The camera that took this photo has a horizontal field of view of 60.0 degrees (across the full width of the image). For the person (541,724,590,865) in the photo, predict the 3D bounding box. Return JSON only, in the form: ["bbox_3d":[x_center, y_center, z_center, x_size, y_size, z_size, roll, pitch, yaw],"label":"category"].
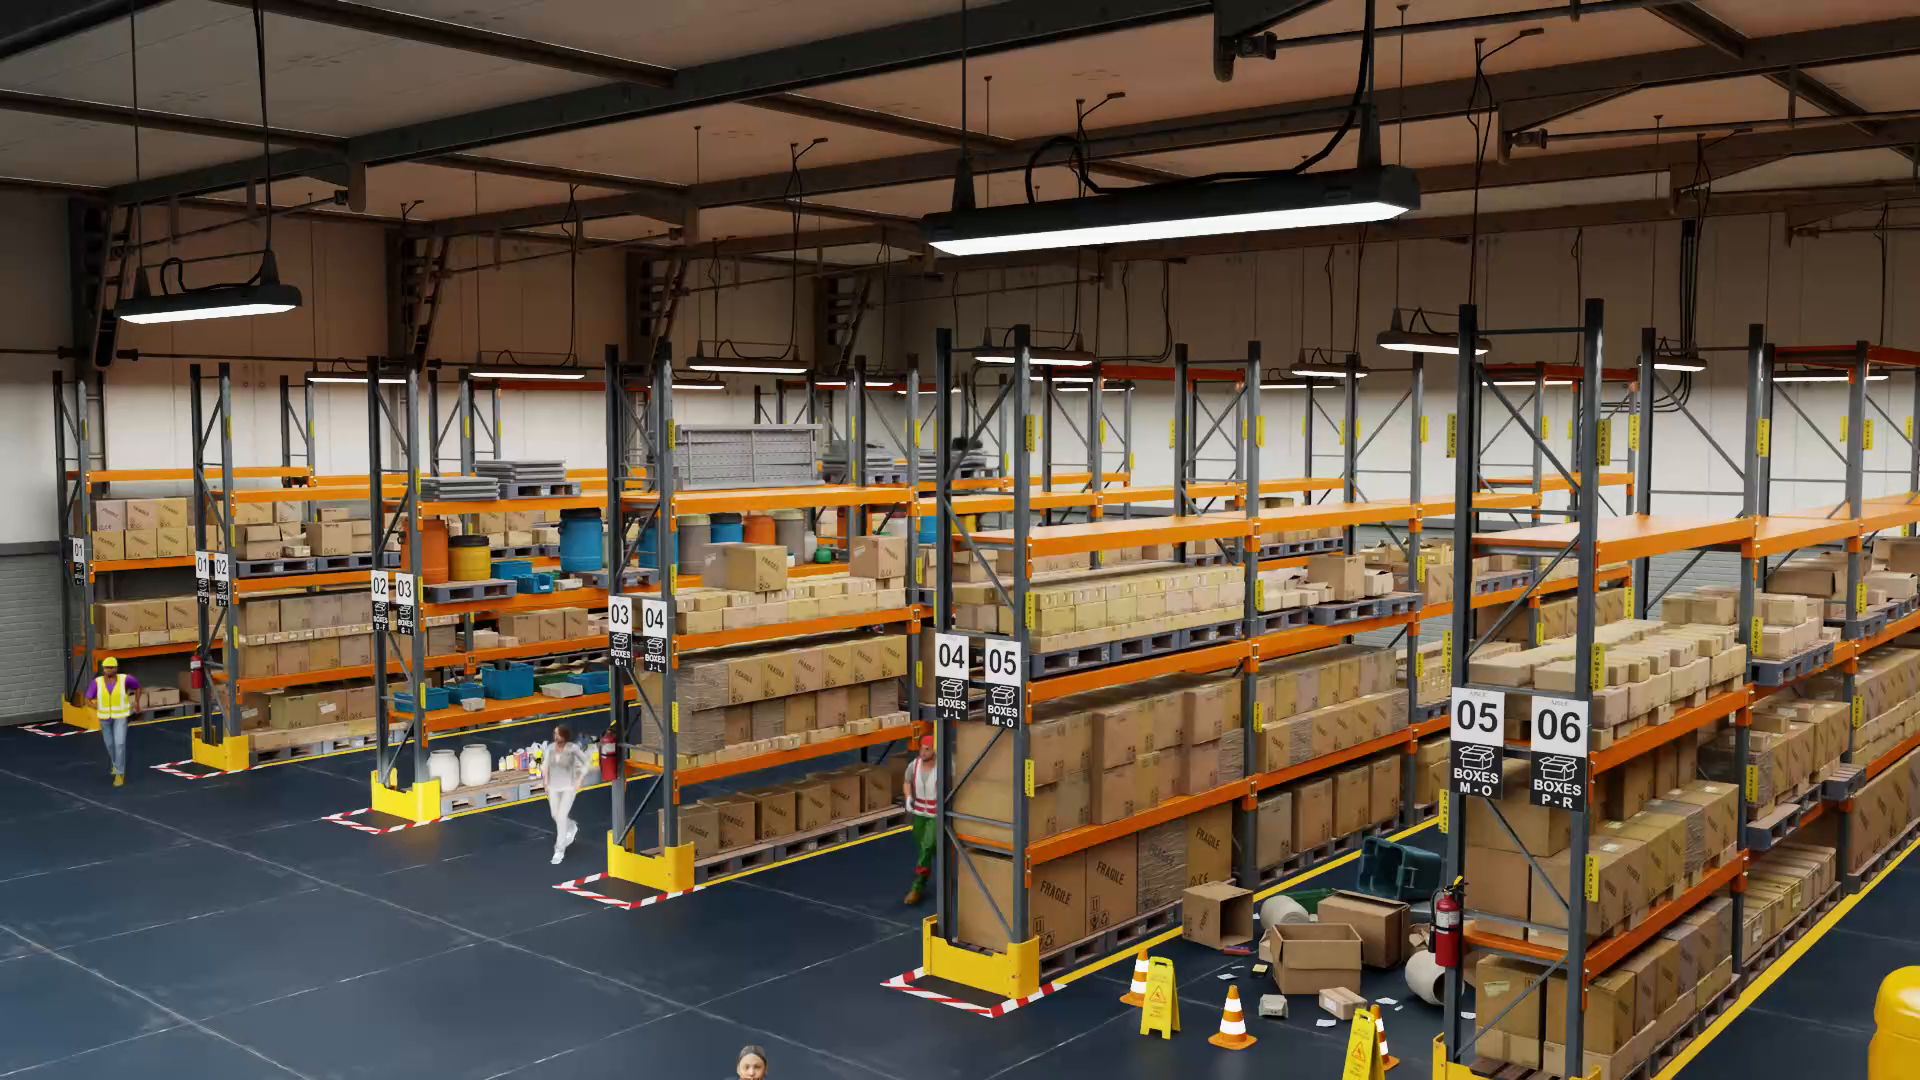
[{"bbox_3d":[-4.665,2.961,19.661,0.568,1.612,0.744,1,4,13],"label":"person"}]

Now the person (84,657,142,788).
[{"bbox_3d":[-12.083,2.566,23.718,0.691,1.820,0.883,-1,4,-14],"label":"person"}]

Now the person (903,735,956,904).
[{"bbox_3d":[-0.309,2.981,18.078,0.683,1.769,0.974,2,5,25],"label":"person"}]

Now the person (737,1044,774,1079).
[{"bbox_3d":[-1.208,3.678,9.631,0.624,1.606,0.546,-1,4,-9],"label":"person"}]
